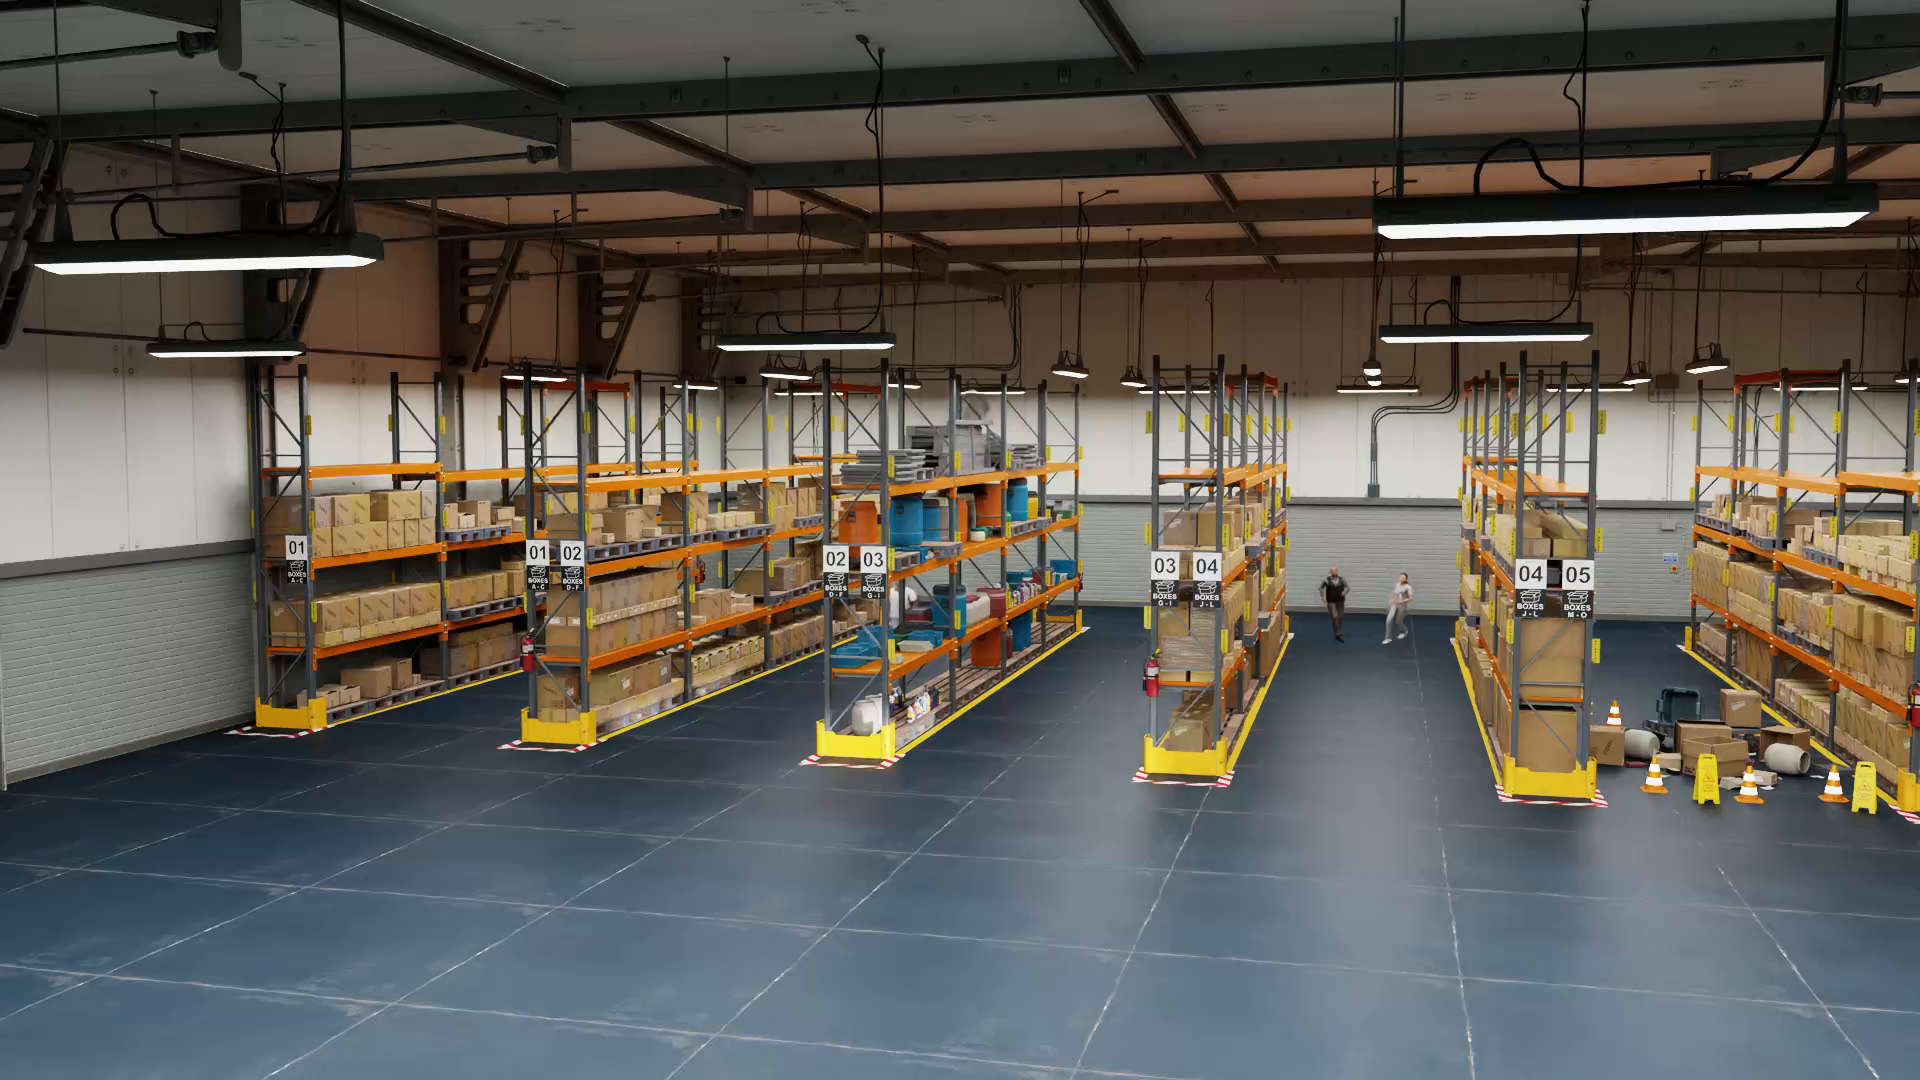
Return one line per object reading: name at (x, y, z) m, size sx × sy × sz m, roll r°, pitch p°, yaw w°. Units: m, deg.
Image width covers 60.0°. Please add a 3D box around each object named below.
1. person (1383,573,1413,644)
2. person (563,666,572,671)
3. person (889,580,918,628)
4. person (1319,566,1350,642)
person at (10.117, 1.557, 38.151) m, size 0.609 × 1.643 × 0.877 m, roll 4°, pitch 6°, yaw 44°
person at (-7.042, 2.057, 30.109) m, size 0.604 × 1.696 × 0.924 m, roll 1°, pitch 4°, yaw 12°
person at (-1.226, 1.563, 33.252) m, size 0.688 × 1.772 × 0.582 m, roll 1°, pitch 4°, yaw 14°
person at (8.725, 1.471, 38.601) m, size 0.692 × 1.704 × 0.910 m, roll 0°, pitch 4°, yaw -5°
